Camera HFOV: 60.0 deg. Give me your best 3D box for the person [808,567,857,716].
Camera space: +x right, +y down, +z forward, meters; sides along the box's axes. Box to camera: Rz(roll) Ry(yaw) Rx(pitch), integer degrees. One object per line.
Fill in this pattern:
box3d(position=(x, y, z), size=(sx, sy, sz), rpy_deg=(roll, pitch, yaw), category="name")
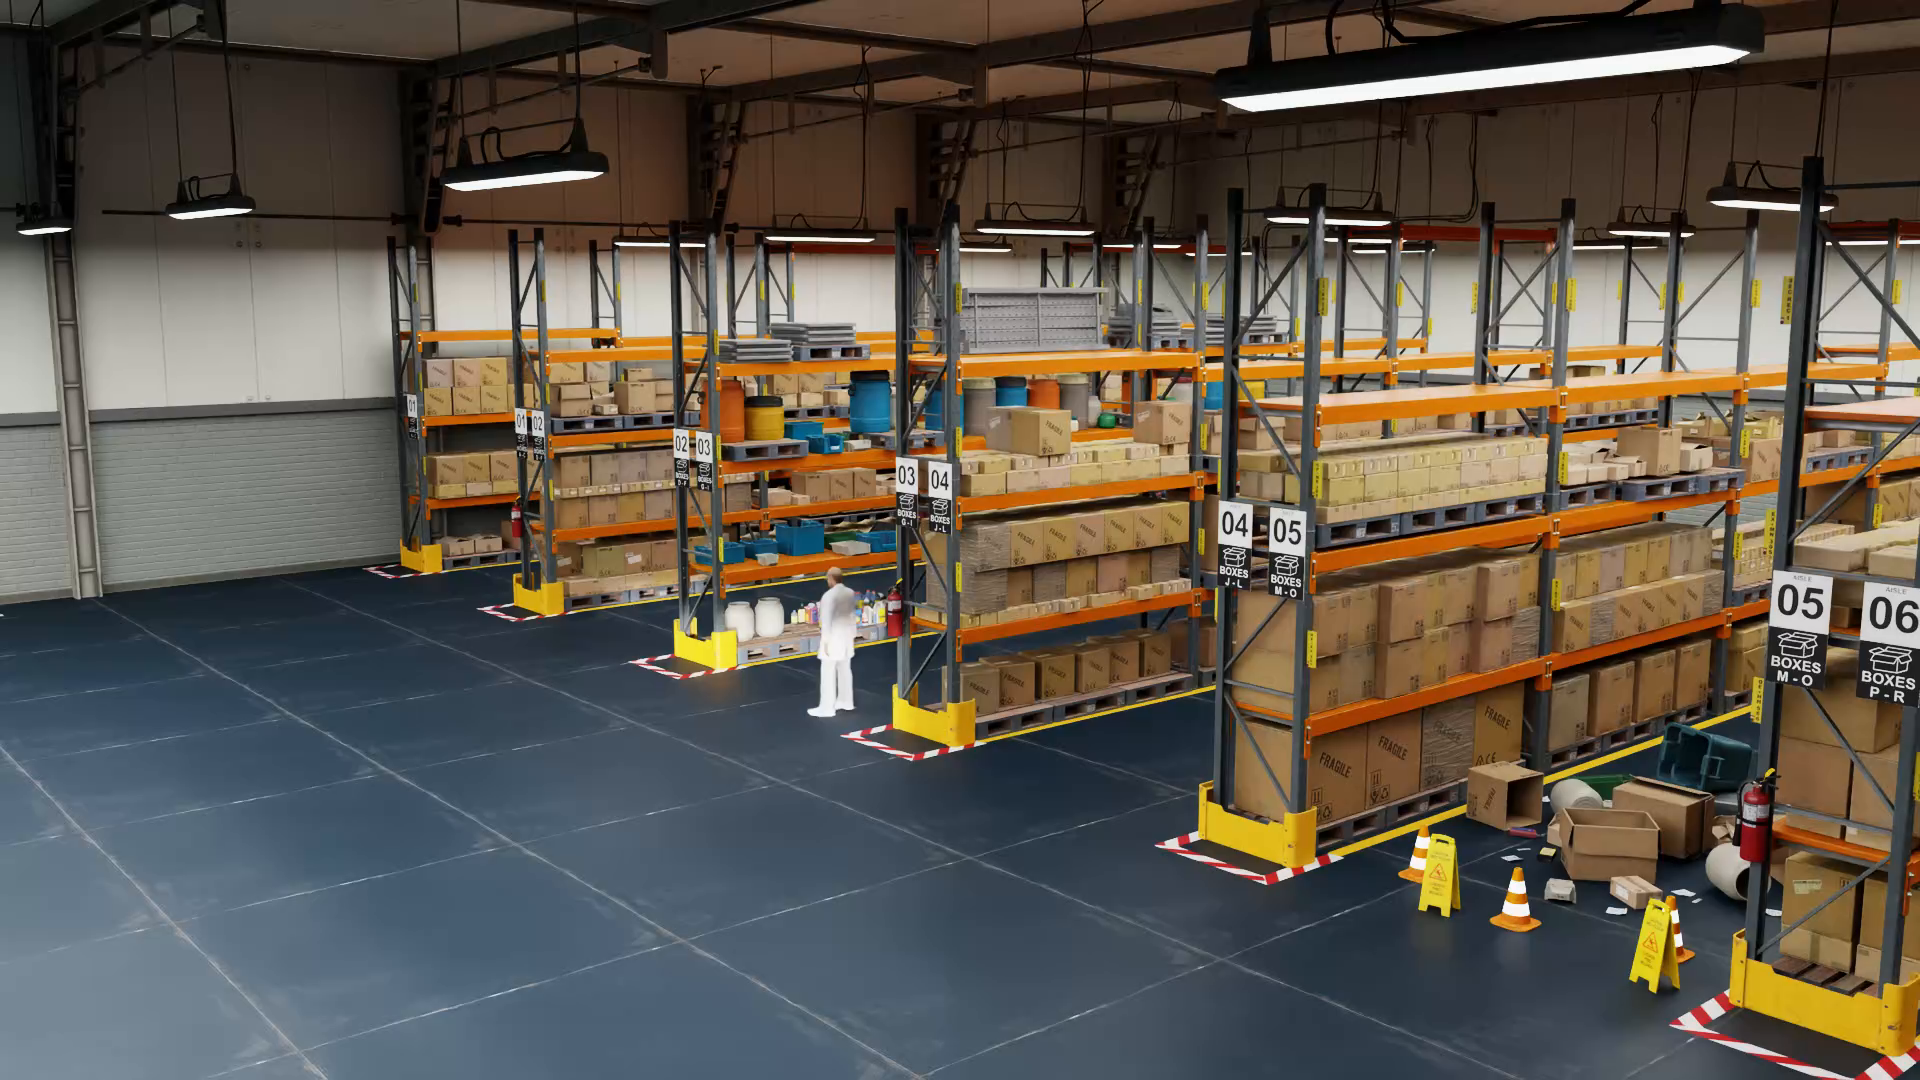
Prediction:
box3d(position=(-1.523, 1.207, 20.084), size=(0.424, 1.776, 0.643), rpy_deg=(6, 11, 33), category="person")
